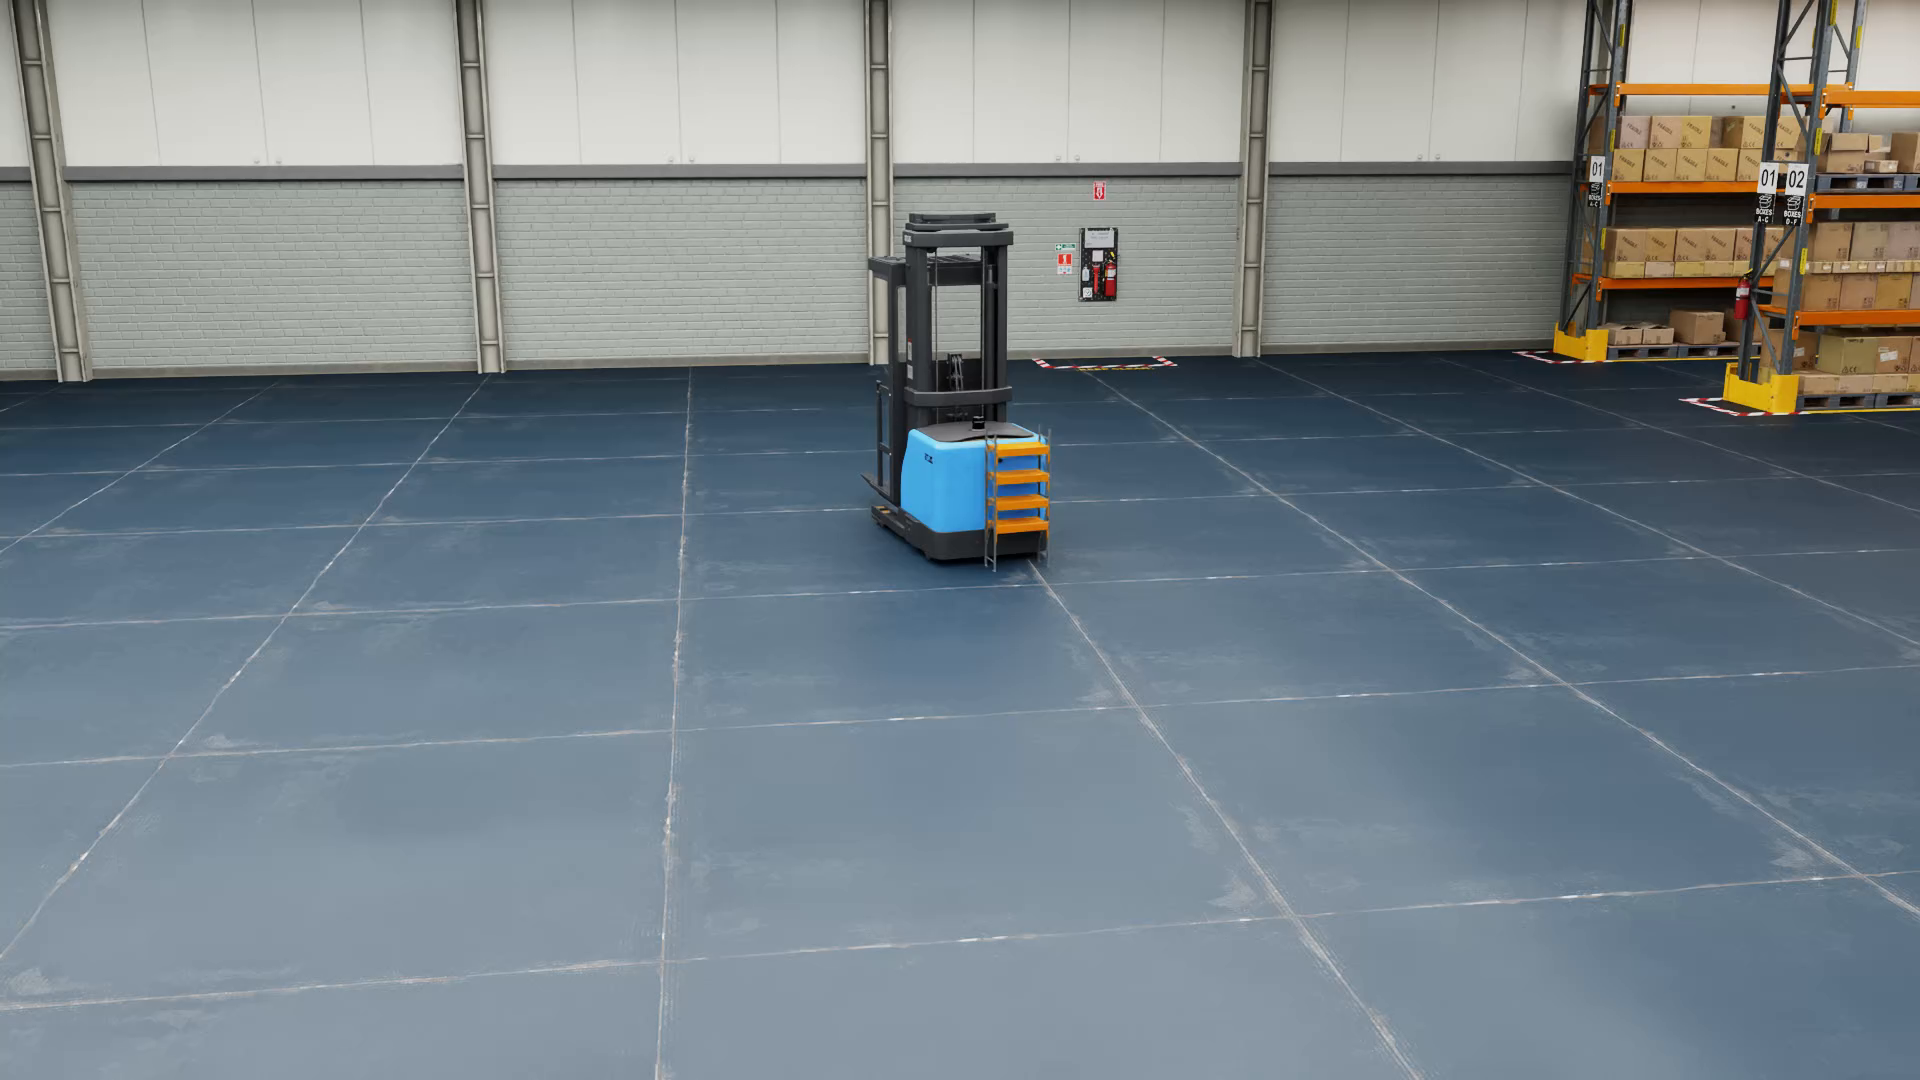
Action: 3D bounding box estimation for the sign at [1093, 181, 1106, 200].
[{"bbox_3d":[2.215,-5.544,26.396,0.199,0.298,0.001,-2,14,-8],"label":"sign"}]

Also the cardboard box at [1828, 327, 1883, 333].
[{"bbox_3d":[12.272,-2.633,22.803,0.500,0.500,0.500,-2,14,-8],"label":"cardboard box"}]

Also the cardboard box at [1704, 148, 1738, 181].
[{"bbox_3d":[12.001,-5.981,26.490,0.500,0.500,0.500,-1,14,-5],"label":"cardboard box"}]

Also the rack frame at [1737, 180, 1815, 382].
[{"bbox_3d":[10.799,-3.269,22.090,0.127,3.000,1.000,-2,14,-8],"label":"rack frame"}]

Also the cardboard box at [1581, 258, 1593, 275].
[{"bbox_3d":[10.491,-4.461,27.110,0.500,0.250,0.500,-2,14,-7],"label":"cardboard box"}]

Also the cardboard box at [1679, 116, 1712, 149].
[{"bbox_3d":[11.483,-6.441,26.271,0.500,0.500,0.500,-2,14,-7],"label":"cardboard box"}]

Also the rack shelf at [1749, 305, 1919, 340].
[{"bbox_3d":[12.777,-2.992,22.466,4.000,0.370,1.077,-2,14,-8],"label":"rack shelf"}]

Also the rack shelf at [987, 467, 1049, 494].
[{"bbox_3d":[0.489,-0.507,14.133,0.480,0.148,0.258,-5,15,-19],"label":"rack shelf"}]

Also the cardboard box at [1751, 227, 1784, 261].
[{"bbox_3d":[13.099,-4.795,26.901,0.500,0.500,0.500,-2,14,-9],"label":"cardboard box"}]

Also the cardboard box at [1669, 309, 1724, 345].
[{"bbox_3d":[12.051,-3.500,27.245,0.500,0.500,0.700,-3,14,-12],"label":"cardboard box"}]

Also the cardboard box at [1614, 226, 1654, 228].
[{"bbox_3d":[10.991,-4.845,27.100,0.500,0.500,0.500,-2,14,-8],"label":"cardboard box"}]

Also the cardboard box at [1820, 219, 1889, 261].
[{"bbox_3d":[11.834,-3.983,22.064,0.500,0.500,0.700,-2,14,-10],"label":"cardboard box"}]

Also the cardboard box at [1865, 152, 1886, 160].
[{"bbox_3d":[11.898,-5.028,22.094,0.500,0.250,0.500,-2,14,-8],"label":"cardboard box"}]

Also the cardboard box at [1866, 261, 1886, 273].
[{"bbox_3d":[11.976,-3.622,21.959,0.250,0.149,0.380,-2,14,-9],"label":"cardboard box"}]

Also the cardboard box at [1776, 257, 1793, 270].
[{"bbox_3d":[11.148,-3.692,22.237,0.250,0.149,0.380,-2,14,-9],"label":"cardboard box"}]

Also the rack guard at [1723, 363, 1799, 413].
[{"bbox_3d":[10.775,-2.056,22.390,0.348,0.500,1.175,-2,14,-8],"label":"rack guard"}]

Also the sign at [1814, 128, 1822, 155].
[{"bbox_3d":[10.876,-5.052,21.076,0.005,0.325,0.100,-2,14,-8],"label":"sign"}]

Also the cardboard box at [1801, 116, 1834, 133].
[{"bbox_3d":[13.558,-6.520,26.585,0.500,0.500,0.500,-3,14,-13],"label":"cardboard box"}]

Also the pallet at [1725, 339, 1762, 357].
[{"bbox_3d":[13.354,-3.220,27.627,1.213,0.211,1.003,-2,14,-8],"label":"pallet"}]

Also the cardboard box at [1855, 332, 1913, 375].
[{"bbox_3d":[12.349,-2.508,22.305,0.500,0.500,0.500,-2,14,-8],"label":"cardboard box"}]

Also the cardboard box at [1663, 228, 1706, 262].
[{"bbox_3d":[11.576,-4.739,26.676,0.500,0.500,0.500,-3,14,-10],"label":"cardboard box"}]

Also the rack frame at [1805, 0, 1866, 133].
[{"bbox_3d":[14.013,-7.515,26.689,0.127,3.000,1.000,-2,14,-8],"label":"rack frame"}]

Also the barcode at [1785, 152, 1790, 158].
[{"bbox_3d":[11.025,-5.132,22.161,0.075,0.075,0.001,-2,14,-8],"label":"barcode"}]

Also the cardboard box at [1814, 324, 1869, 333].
[{"bbox_3d":[14.738,-3.637,27.791,0.500,0.500,0.700,-2,14,-6],"label":"cardboard box"}]

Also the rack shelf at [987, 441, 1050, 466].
[{"bbox_3d":[0.489,-0.737,14.075,0.480,0.148,0.258,-5,15,-19],"label":"rack shelf"}]

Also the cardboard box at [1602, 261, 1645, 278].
[{"bbox_3d":[10.587,-4.339,26.622,0.500,0.250,0.500,-3,14,-10],"label":"cardboard box"}]

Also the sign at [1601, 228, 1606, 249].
[{"bbox_3d":[10.138,-4.750,26.215,0.005,0.325,0.100,-2,14,-8],"label":"sign"}]

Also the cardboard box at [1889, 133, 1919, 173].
[{"bbox_3d":[12.482,-5.038,21.622,0.500,0.500,0.500,-2,14,-8],"label":"cardboard box"}]

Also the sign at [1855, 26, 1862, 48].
[{"bbox_3d":[14.075,-7.875,26.042,0.005,0.325,0.100,-2,14,-8],"label":"sign"}]

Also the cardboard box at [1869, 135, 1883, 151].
[{"bbox_3d":[14.565,-6.313,26.993,0.500,0.500,0.500,0,14,0],"label":"cardboard box"}]

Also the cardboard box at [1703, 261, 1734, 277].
[{"bbox_3d":[12.103,-4.396,26.850,0.500,0.250,0.500,-2,14,-8],"label":"cardboard box"}]

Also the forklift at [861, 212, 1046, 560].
[{"bbox_3d":[-0.202,-1.565,15.436,1.130,2.935,3.031,-5,15,-18],"label":"forklift"}]

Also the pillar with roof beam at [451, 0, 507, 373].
[{"bbox_3d":[-6.537,-5.916,20.311,0.400,9.000,9.100,-2,14,-8],"label":"pillar with roof beam"}]

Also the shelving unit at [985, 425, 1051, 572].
[{"bbox_3d":[0.489,-0.355,14.170,0.503,1.200,0.258,-5,15,-19],"label":"shelving unit"}]

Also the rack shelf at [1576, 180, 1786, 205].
[{"bbox_3d":[12.035,-5.639,26.852,4.000,0.370,1.077,-2,14,-8],"label":"rack shelf"}]

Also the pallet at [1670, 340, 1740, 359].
[{"bbox_3d":[12.145,-3.175,27.447,1.213,0.211,1.003,-2,14,-8],"label":"pallet"}]

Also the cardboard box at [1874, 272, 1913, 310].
[{"bbox_3d":[12.273,-3.368,22.280,0.500,0.500,0.700,-2,14,-8],"label":"cardboard box"}]

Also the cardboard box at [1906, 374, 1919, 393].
[{"bbox_3d":[12.846,-2.159,22.453,0.500,0.250,0.500,-2,14,-8],"label":"cardboard box"}]

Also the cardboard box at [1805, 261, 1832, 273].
[{"bbox_3d":[11.219,-3.594,21.849,0.250,0.149,0.380,-2,14,-9],"label":"cardboard box"}]

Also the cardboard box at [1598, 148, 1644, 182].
[{"bbox_3d":[10.425,-5.925,26.270,0.500,0.500,0.500,-2,14,-7],"label":"cardboard box"}]

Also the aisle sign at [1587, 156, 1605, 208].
[{"bbox_3d":[10.031,-5.646,26.226,0.004,0.787,0.394,-2,14,-8],"label":"aisle sign"}]

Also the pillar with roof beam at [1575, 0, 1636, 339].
[{"bbox_3d":[11.262,-6.568,22.913,0.400,9.000,9.100,-2,14,-8],"label":"pillar with roof beam"}]

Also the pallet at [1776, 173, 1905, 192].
[{"bbox_3d":[11.502,-4.700,21.813,1.213,0.211,1.003,-2,14,-8],"label":"pallet"}]

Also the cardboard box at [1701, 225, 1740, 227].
[{"bbox_3d":[12.511,-4.905,27.338,0.500,0.500,0.500,-2,14,-7],"label":"cardboard box"}]

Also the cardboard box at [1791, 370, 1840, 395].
[{"bbox_3d":[11.362,-2.105,22.237,0.500,0.250,0.500,-2,14,-8],"label":"cardboard box"}]
